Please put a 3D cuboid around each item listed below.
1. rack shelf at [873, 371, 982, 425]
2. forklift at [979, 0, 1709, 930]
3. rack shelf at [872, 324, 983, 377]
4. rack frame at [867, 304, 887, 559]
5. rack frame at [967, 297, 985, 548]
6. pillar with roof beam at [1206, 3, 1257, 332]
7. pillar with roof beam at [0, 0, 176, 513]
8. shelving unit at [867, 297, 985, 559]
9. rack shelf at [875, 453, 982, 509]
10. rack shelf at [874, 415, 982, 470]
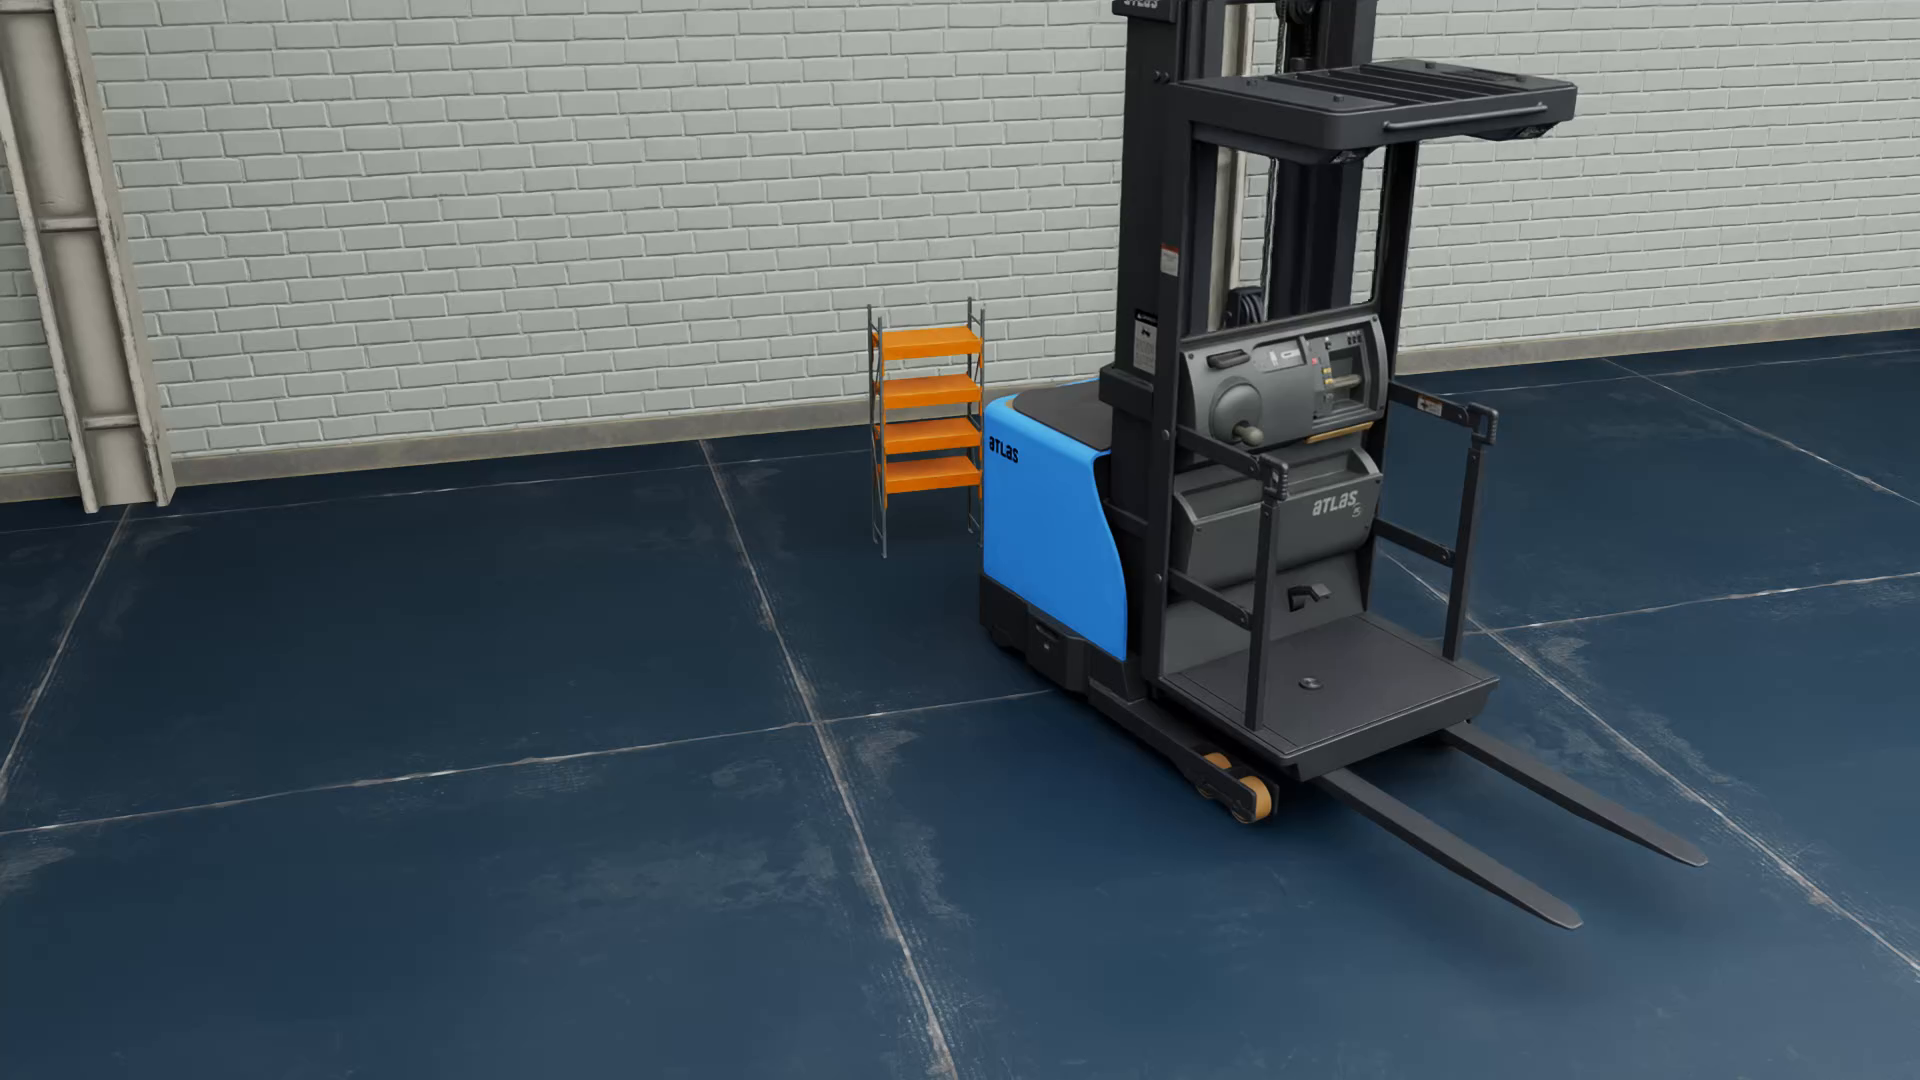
[{"bbox_3d":[-0.159,-0.677,7.911,0.480,0.148,0.258,-6,24,-14],"label":"rack shelf"},{"bbox_3d":[1.298,-0.552,5.820,1.130,2.935,3.031,-14,27,-30],"label":"forklift"},{"bbox_3d":[-0.159,-0.895,7.817,0.480,0.148,0.258,-6,24,-14],"label":"rack shelf"},{"bbox_3d":[-0.394,-0.508,7.912,0.015,1.200,0.240,-6,24,-14],"label":"rack frame"},{"bbox_3d":[0.076,-0.560,8.033,0.015,1.200,0.240,-6,24,-14],"label":"rack frame"},{"bbox_3d":[2.580,-3.357,4.661,0.400,9.000,9.100,-6,24,-14],"label":"pillar with roof beam"},{"bbox_3d":[-3.197,-2.718,3.171,0.400,9.000,9.100,-6,24,-14],"label":"pillar with roof beam"},{"bbox_3d":[-0.159,-0.534,7.972,0.503,1.200,0.258,-6,24,-14],"label":"shelving unit"},{"bbox_3d":[-0.159,-0.289,8.077,0.480,0.148,0.258,-6,24,-14],"label":"rack shelf"},{"bbox_3d":[-0.159,-0.472,7.999,0.480,0.148,0.258,-6,24,-14],"label":"rack shelf"}]
